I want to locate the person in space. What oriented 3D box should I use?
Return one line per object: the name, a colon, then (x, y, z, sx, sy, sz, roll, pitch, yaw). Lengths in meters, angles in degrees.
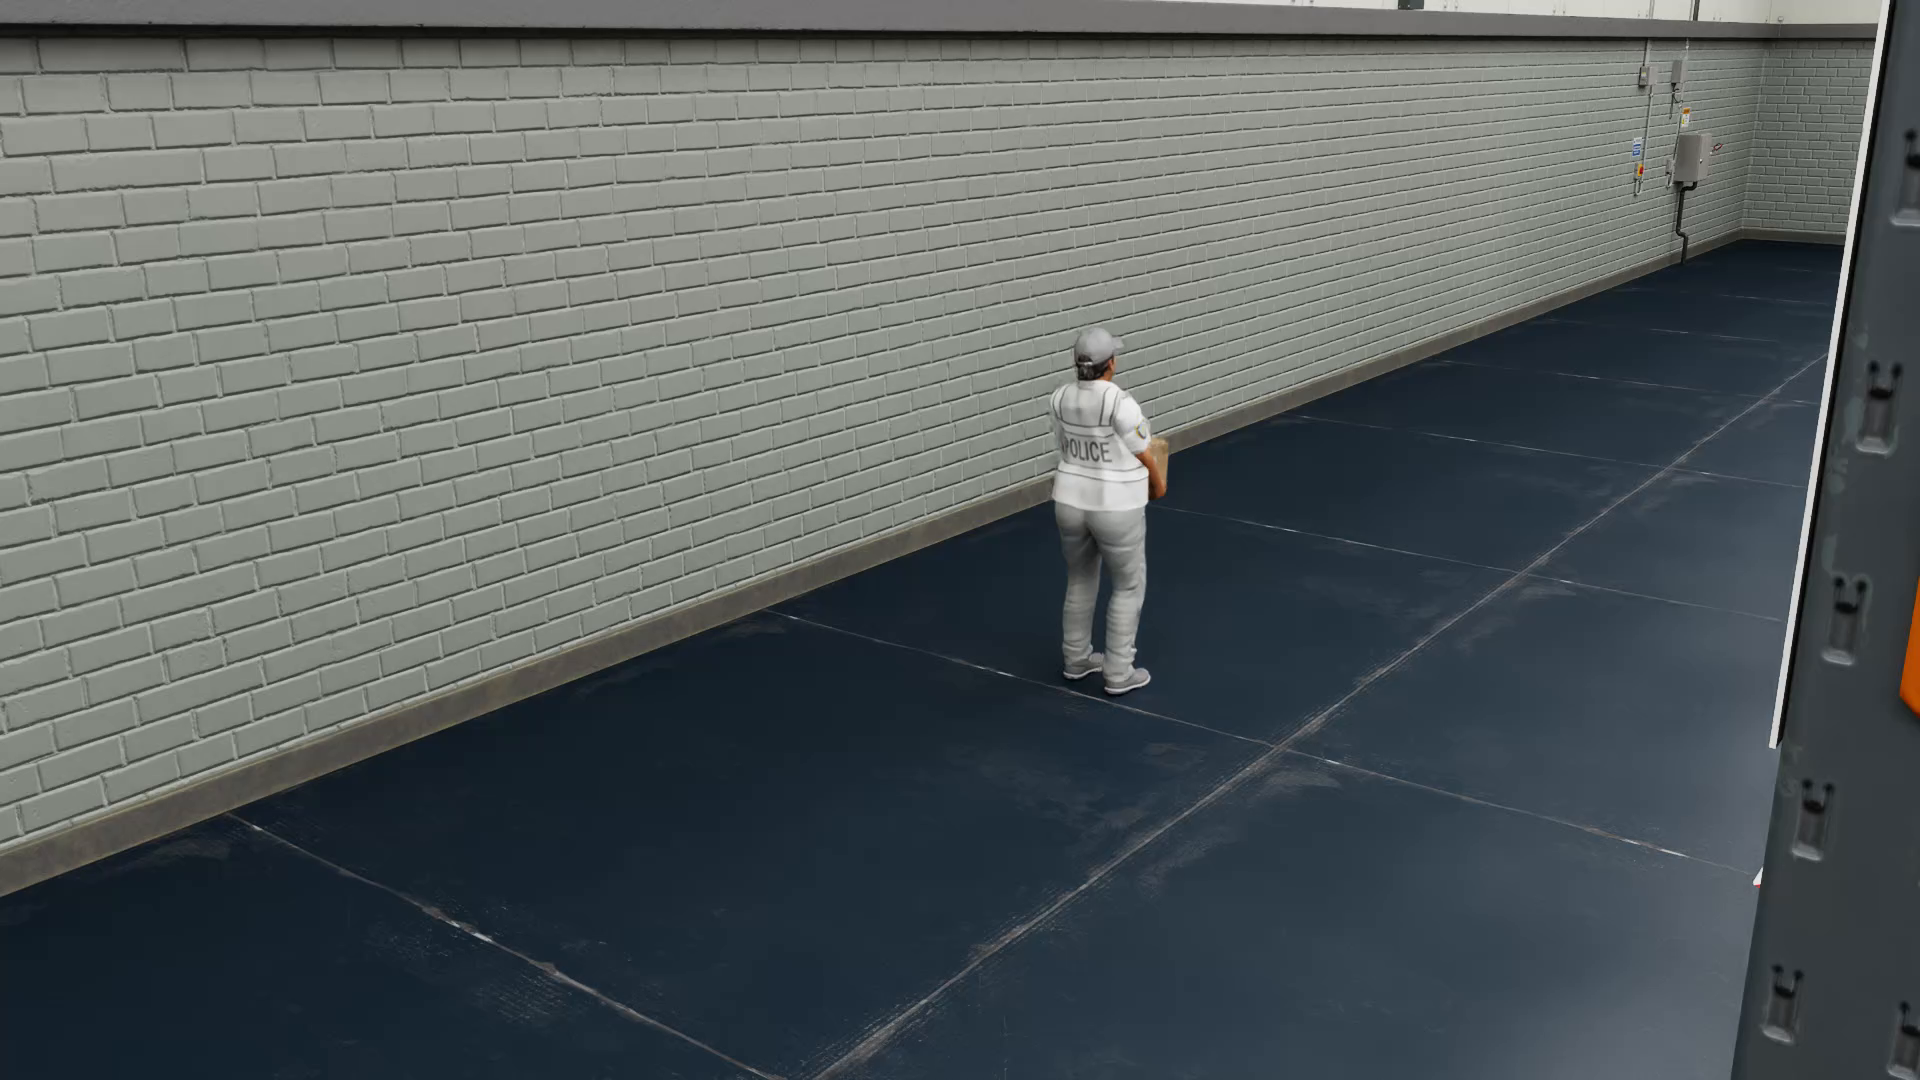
person: (0.675, -0.151, 7.543, 0.456, 1.660, 0.535, 13, 21, 36)
